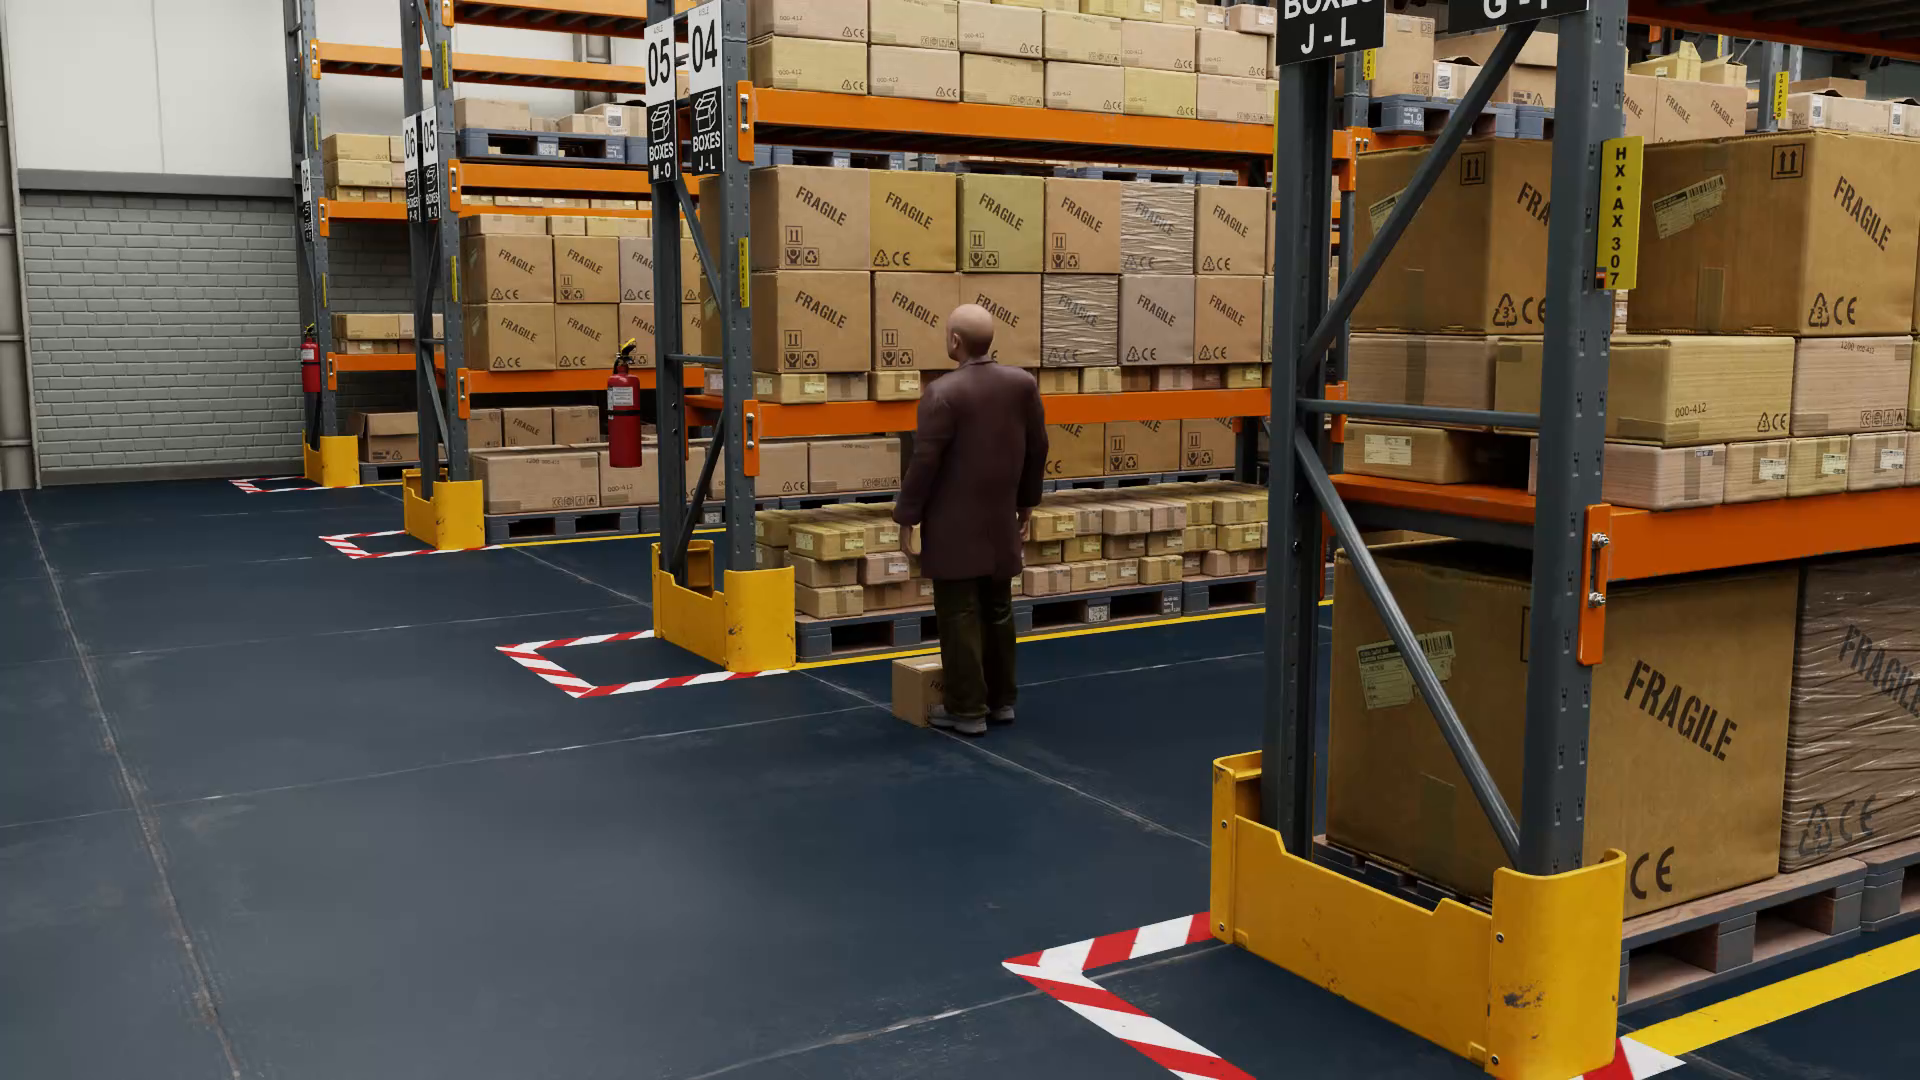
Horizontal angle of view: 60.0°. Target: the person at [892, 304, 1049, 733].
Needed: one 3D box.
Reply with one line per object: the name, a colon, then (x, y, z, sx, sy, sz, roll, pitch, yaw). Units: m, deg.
person: (-0.003, -0.090, 6.954, 0.694, 1.775, 0.582, -5, 9, -31)
